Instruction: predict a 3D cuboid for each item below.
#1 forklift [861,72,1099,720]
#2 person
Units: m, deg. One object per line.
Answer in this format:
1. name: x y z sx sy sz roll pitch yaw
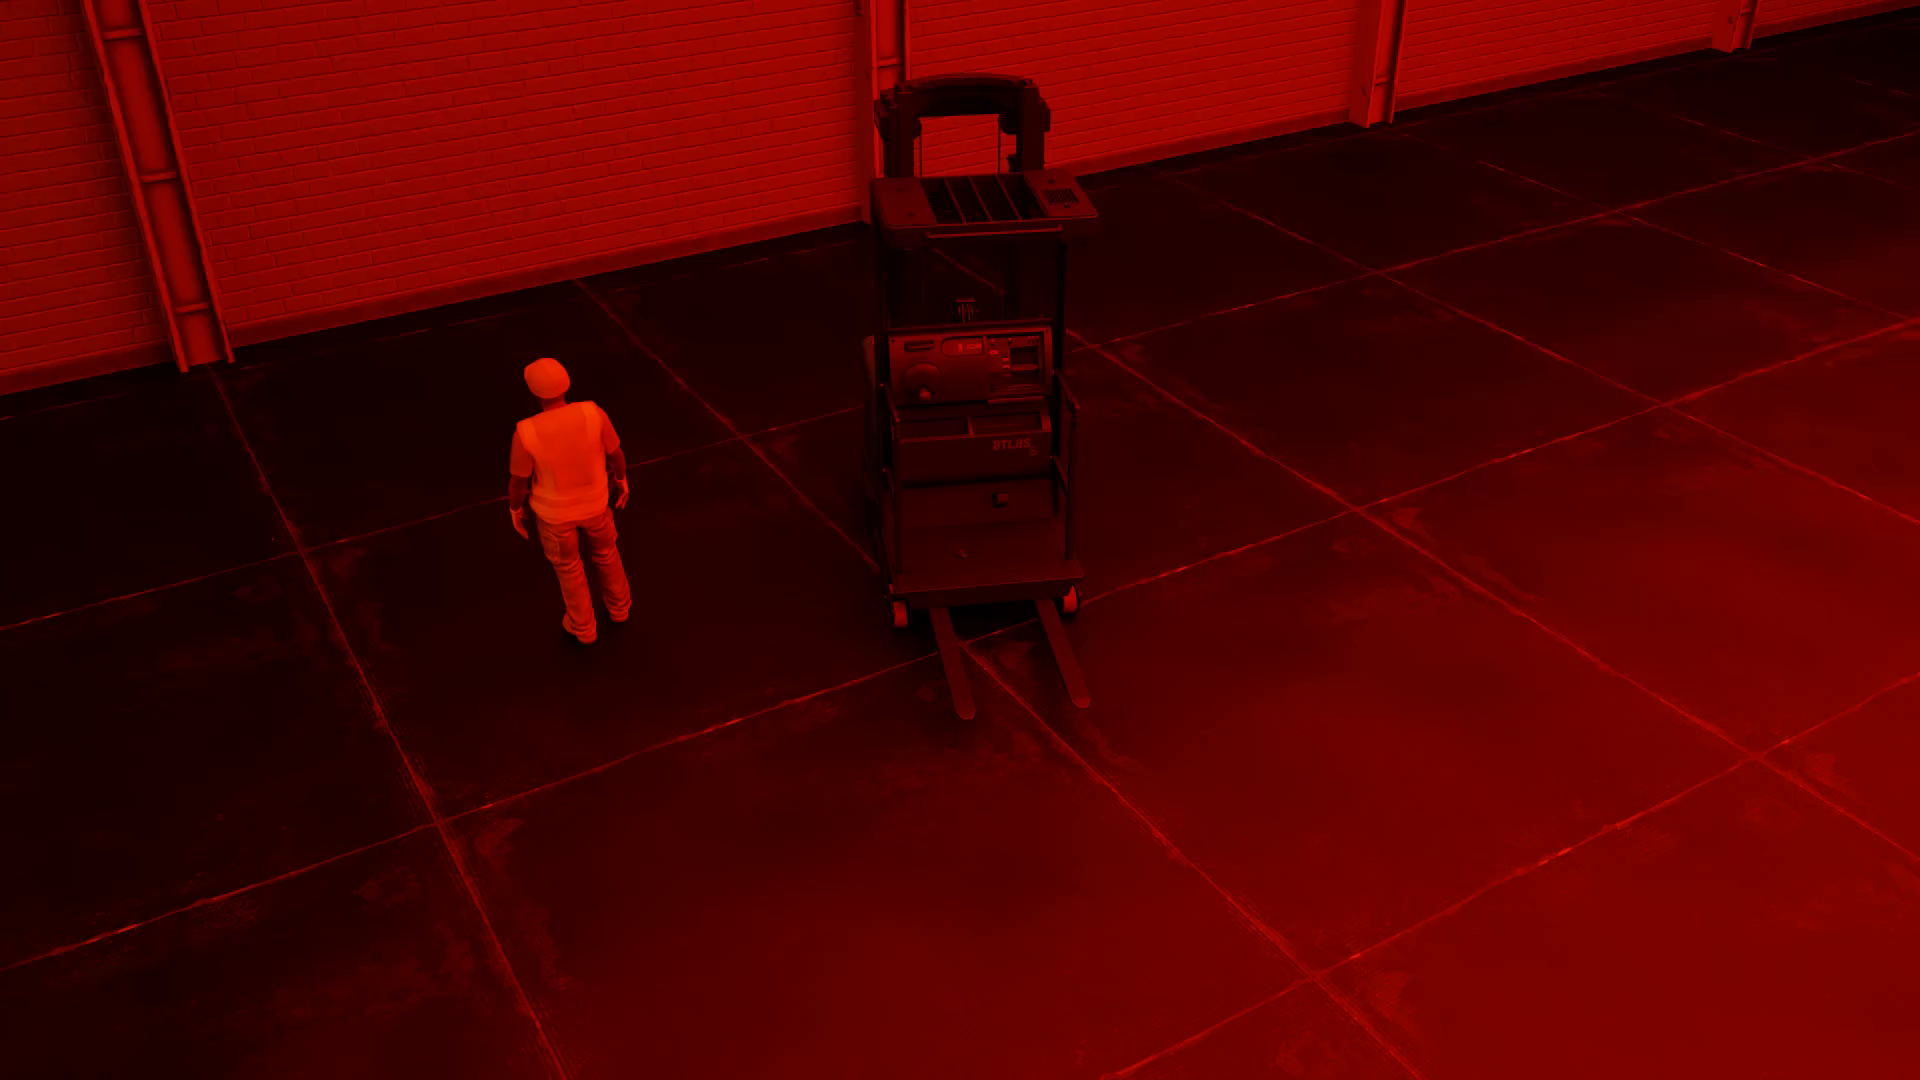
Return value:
1. forklift: 0.099 -0.941 9.218 1.130 2.935 3.031 -5 31 -8
2. person: -2.160 -0.239 9.151 0.661 1.784 0.578 -15 34 -23
